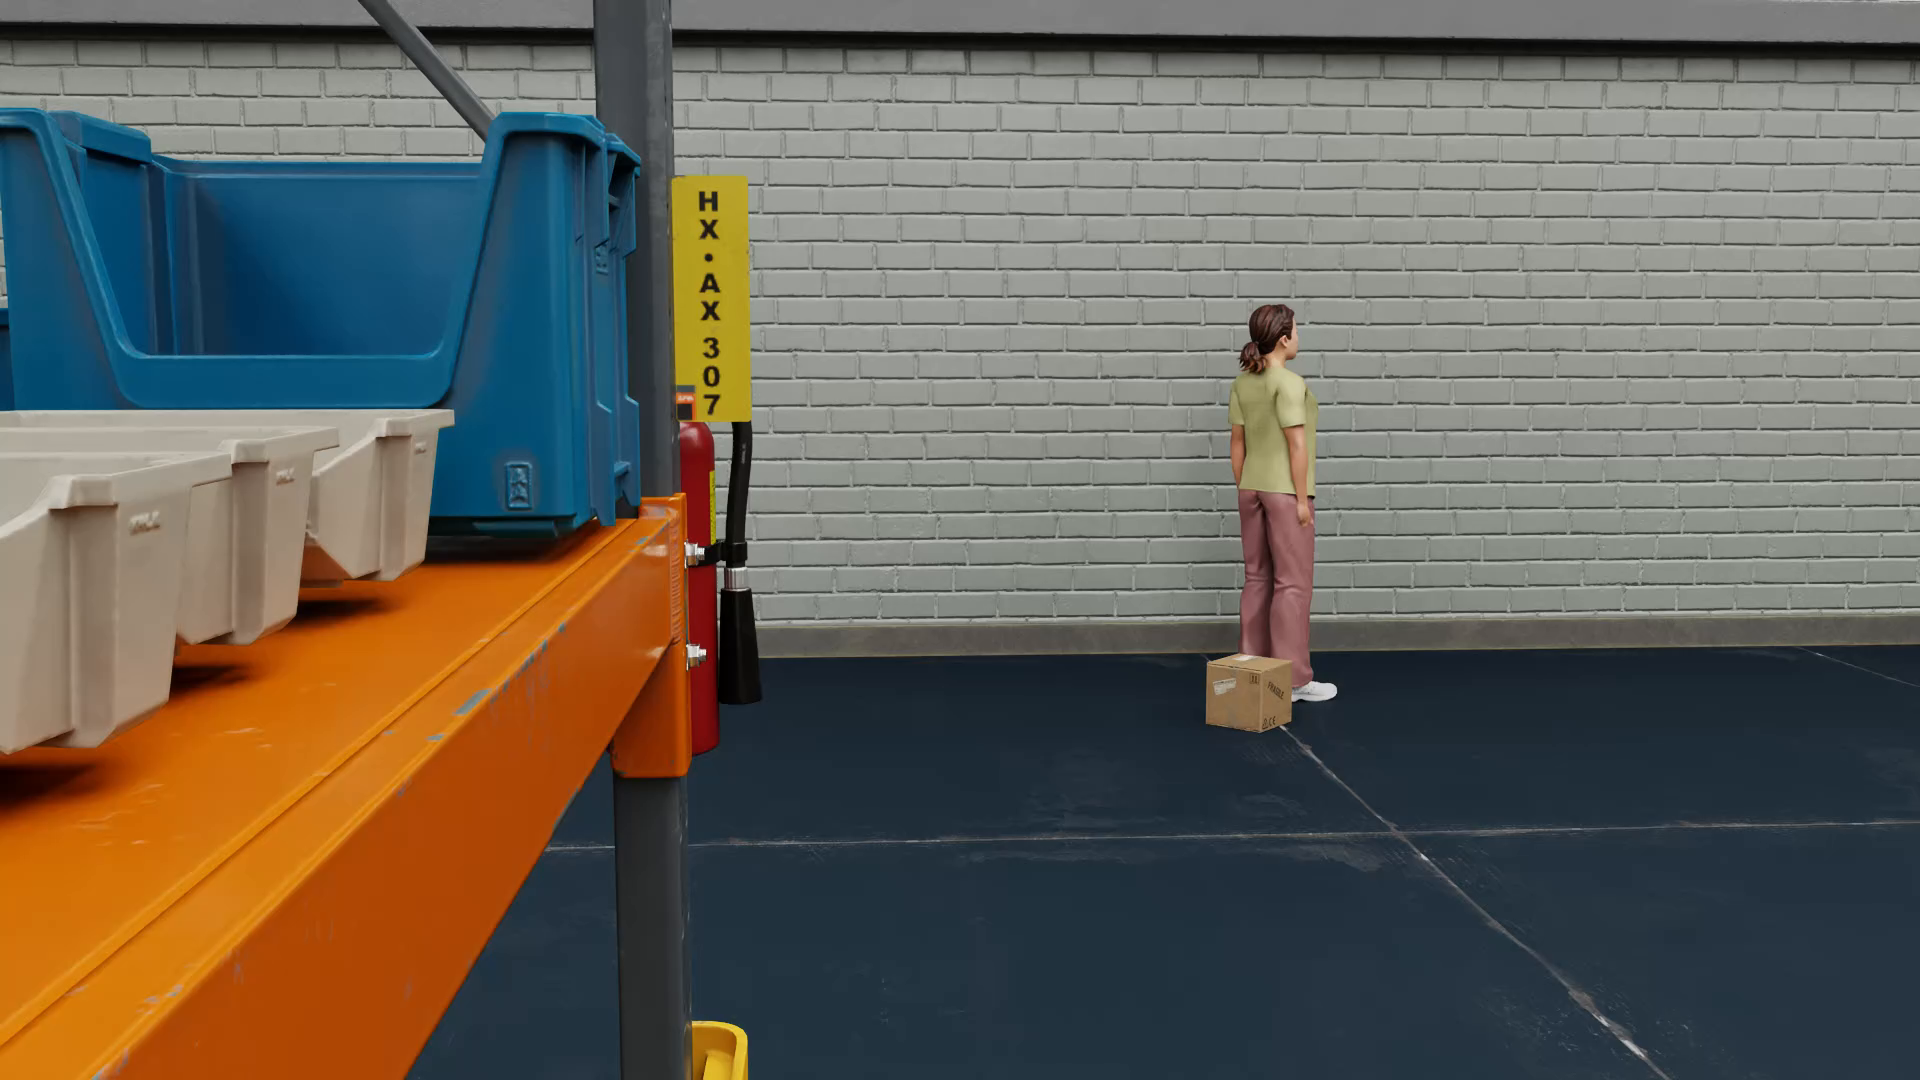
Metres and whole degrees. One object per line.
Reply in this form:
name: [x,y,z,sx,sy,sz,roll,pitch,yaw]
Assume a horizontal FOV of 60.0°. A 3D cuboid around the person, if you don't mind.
person: [1.349,-0.159,7.076,0.389,1.671,0.426,-4,8,-33]
